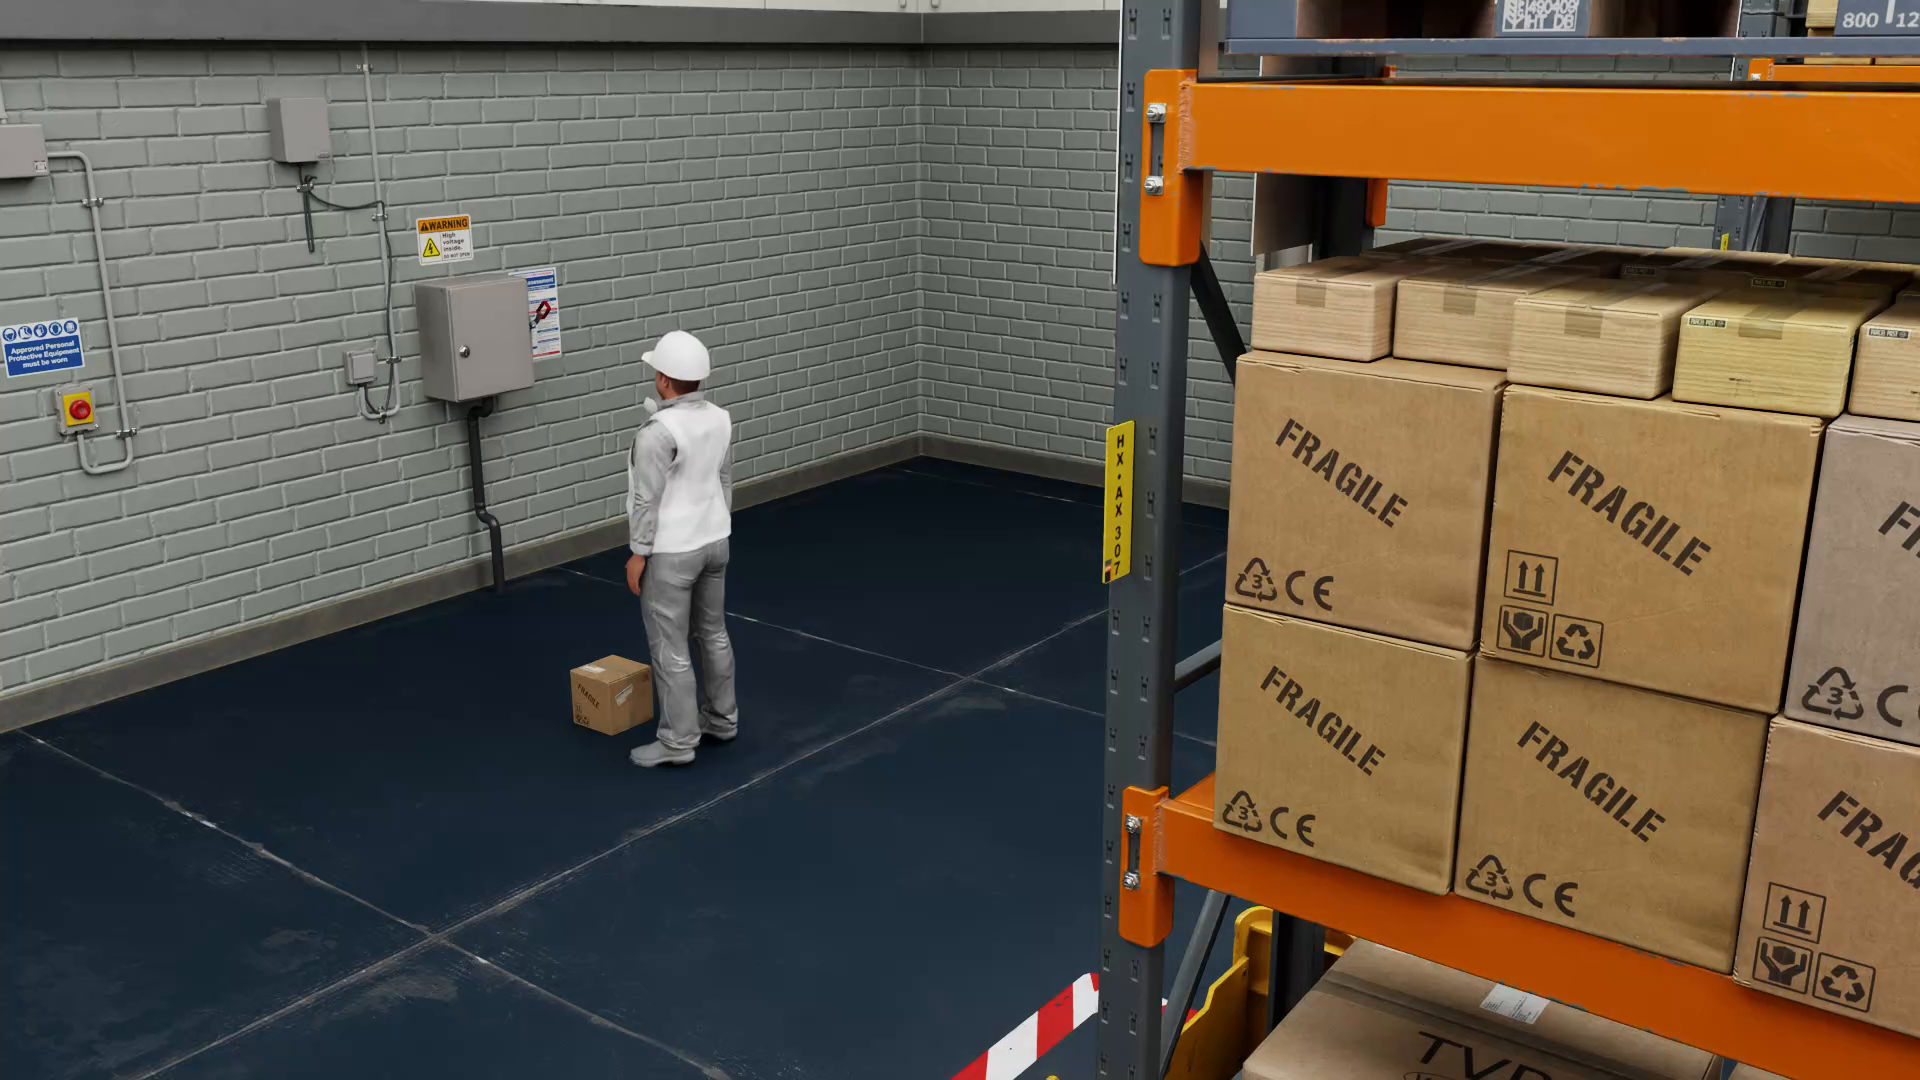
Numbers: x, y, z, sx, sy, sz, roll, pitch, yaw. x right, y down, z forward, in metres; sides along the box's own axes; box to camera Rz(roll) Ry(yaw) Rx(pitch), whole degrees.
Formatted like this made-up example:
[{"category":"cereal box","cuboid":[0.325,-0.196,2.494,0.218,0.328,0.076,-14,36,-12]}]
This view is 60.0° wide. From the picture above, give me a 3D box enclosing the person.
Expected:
[{"category":"person","cuboid":[-1.150,0.031,6.866,0.357,1.798,0.543,9,19,29]}]
